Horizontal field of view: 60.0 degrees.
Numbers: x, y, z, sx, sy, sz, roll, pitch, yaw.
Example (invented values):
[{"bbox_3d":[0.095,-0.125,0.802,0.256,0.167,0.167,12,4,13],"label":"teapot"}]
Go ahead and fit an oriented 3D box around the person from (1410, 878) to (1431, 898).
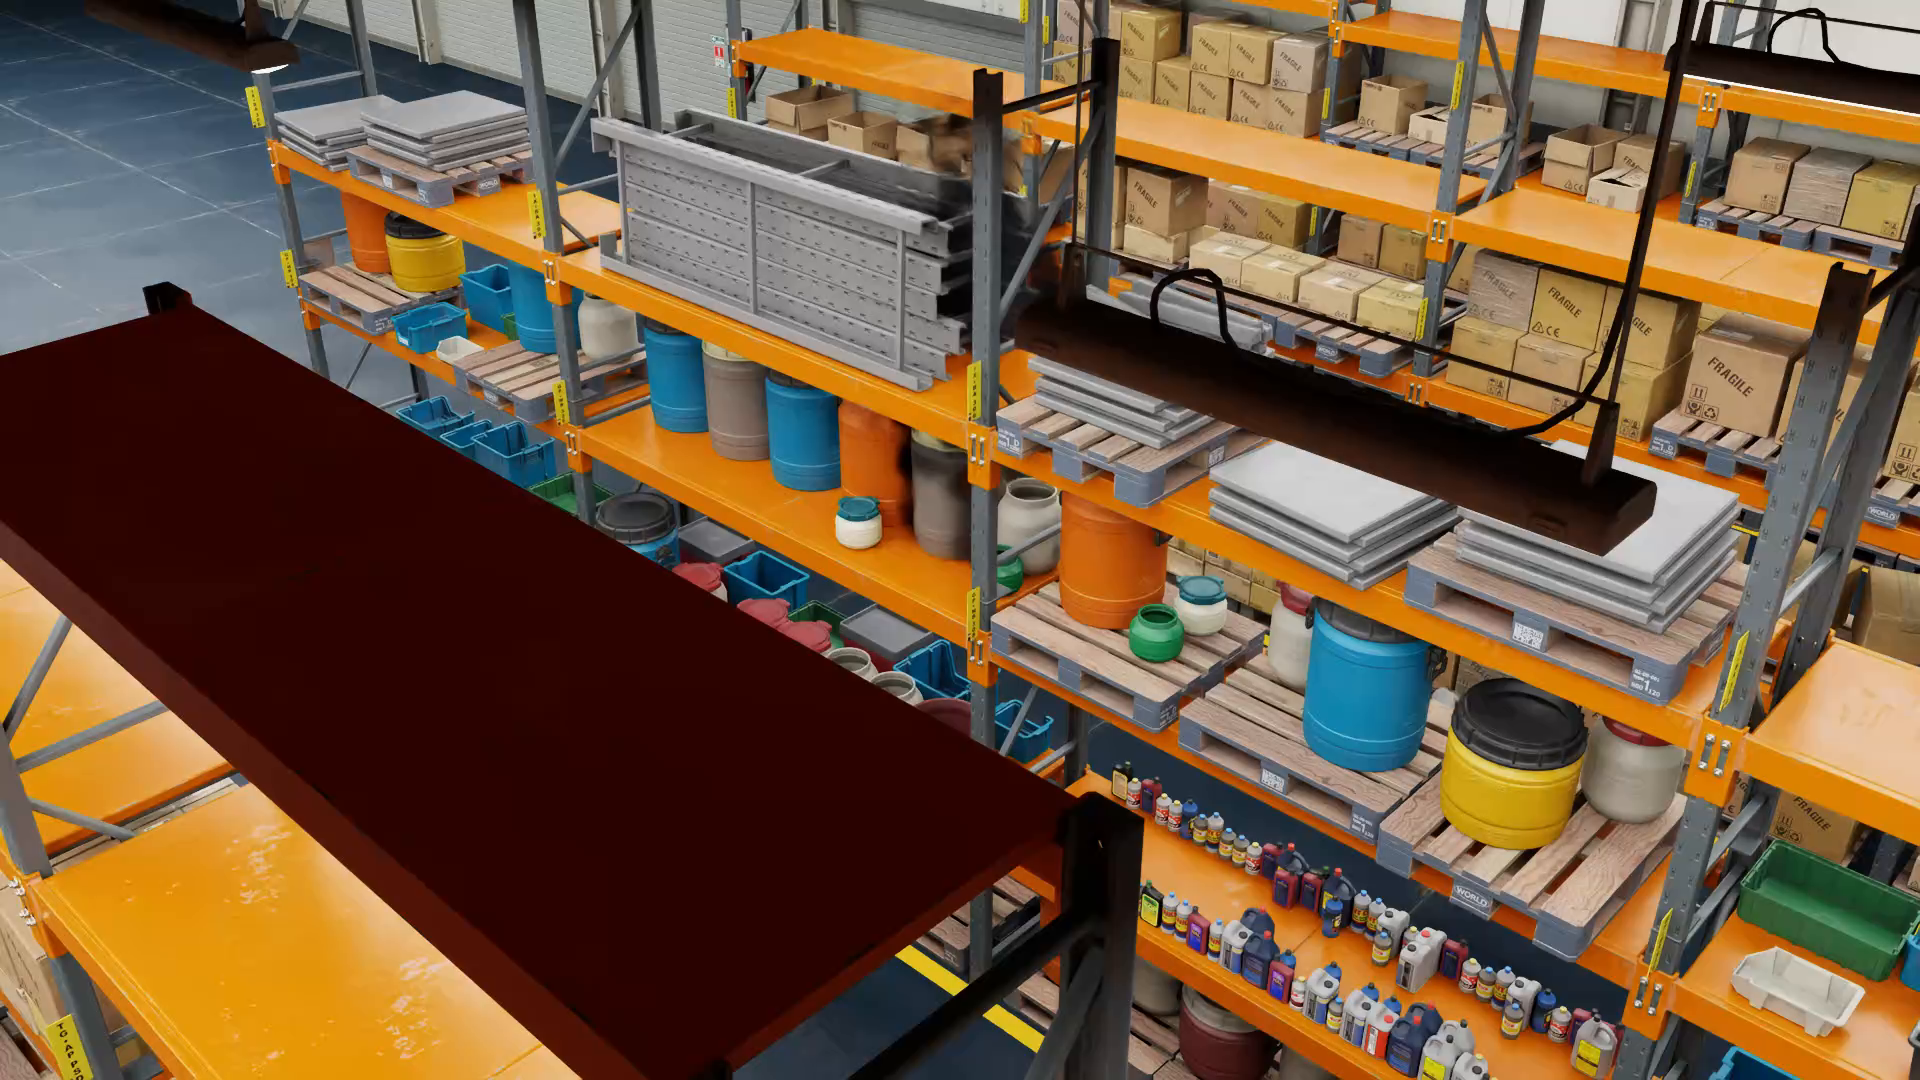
[{"bbox_3d":[3.120,1.697,11.187,0.347,1.546,0.547,-25,38,-37],"label":"person"}]
